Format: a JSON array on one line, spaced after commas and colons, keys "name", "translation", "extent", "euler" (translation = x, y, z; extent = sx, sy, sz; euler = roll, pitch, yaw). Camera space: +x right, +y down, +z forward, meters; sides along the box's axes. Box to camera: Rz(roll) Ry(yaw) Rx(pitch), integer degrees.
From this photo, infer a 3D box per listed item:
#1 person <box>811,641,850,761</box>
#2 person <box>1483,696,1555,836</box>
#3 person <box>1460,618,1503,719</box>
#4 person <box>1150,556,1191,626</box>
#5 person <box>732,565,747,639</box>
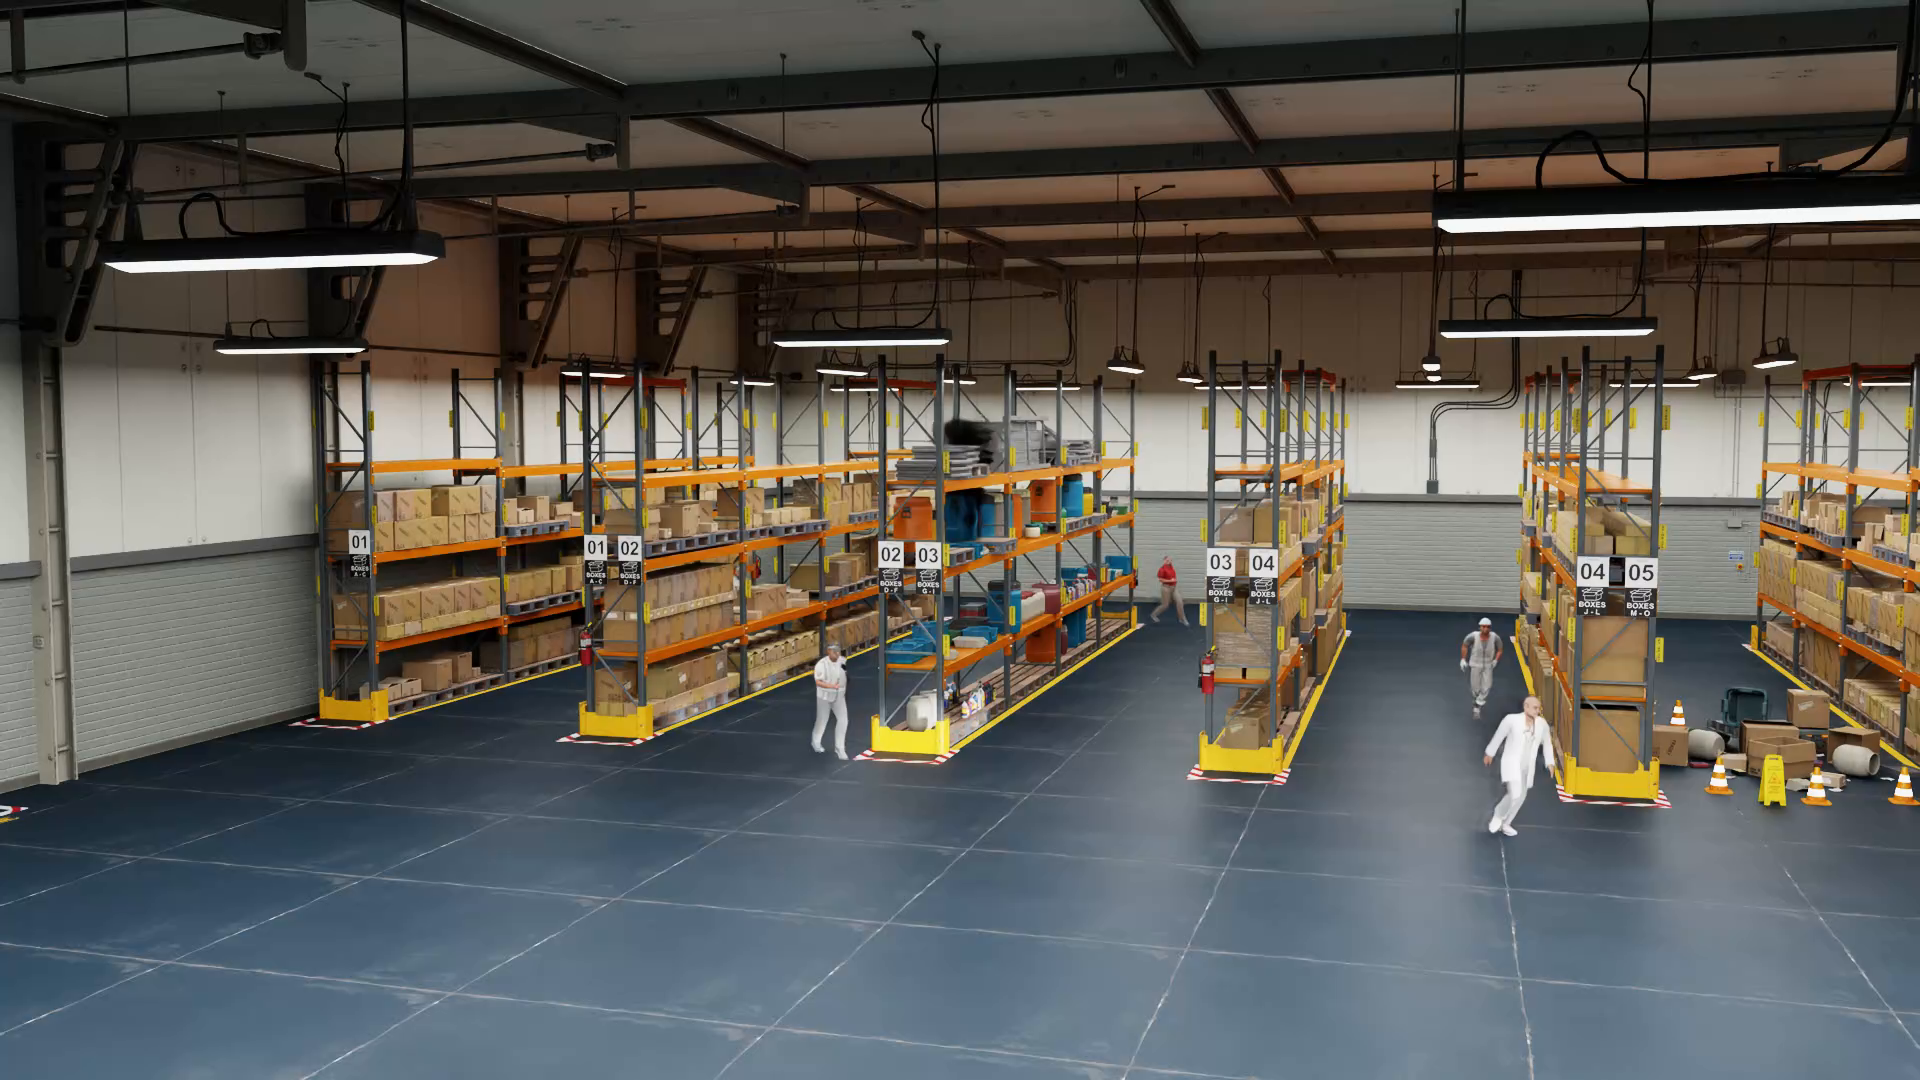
[{"name": "person", "translation": [-1.911, 2.375, 24.682], "extent": [0.610, 1.814, 1.052], "euler": [-2, 5, -31]}, {"name": "person", "translation": [6.728, 2.710, 19.941], "extent": [0.688, 1.725, 0.733], "euler": [-1, 4, -13]}, {"name": "person", "translation": [8.802, 2.146, 28.065], "extent": [0.650, 1.715, 0.704], "euler": [0, 4, 3]}, {"name": "person", "translation": [5.109, 1.247, 40.783], "extent": [0.973, 1.726, 0.685], "euler": [4, 6, 43]}, {"name": "person", "translation": [-5.131, 1.425, 38.333], "extent": [0.589, 1.713, 0.686], "euler": [0, 4, 5]}]
